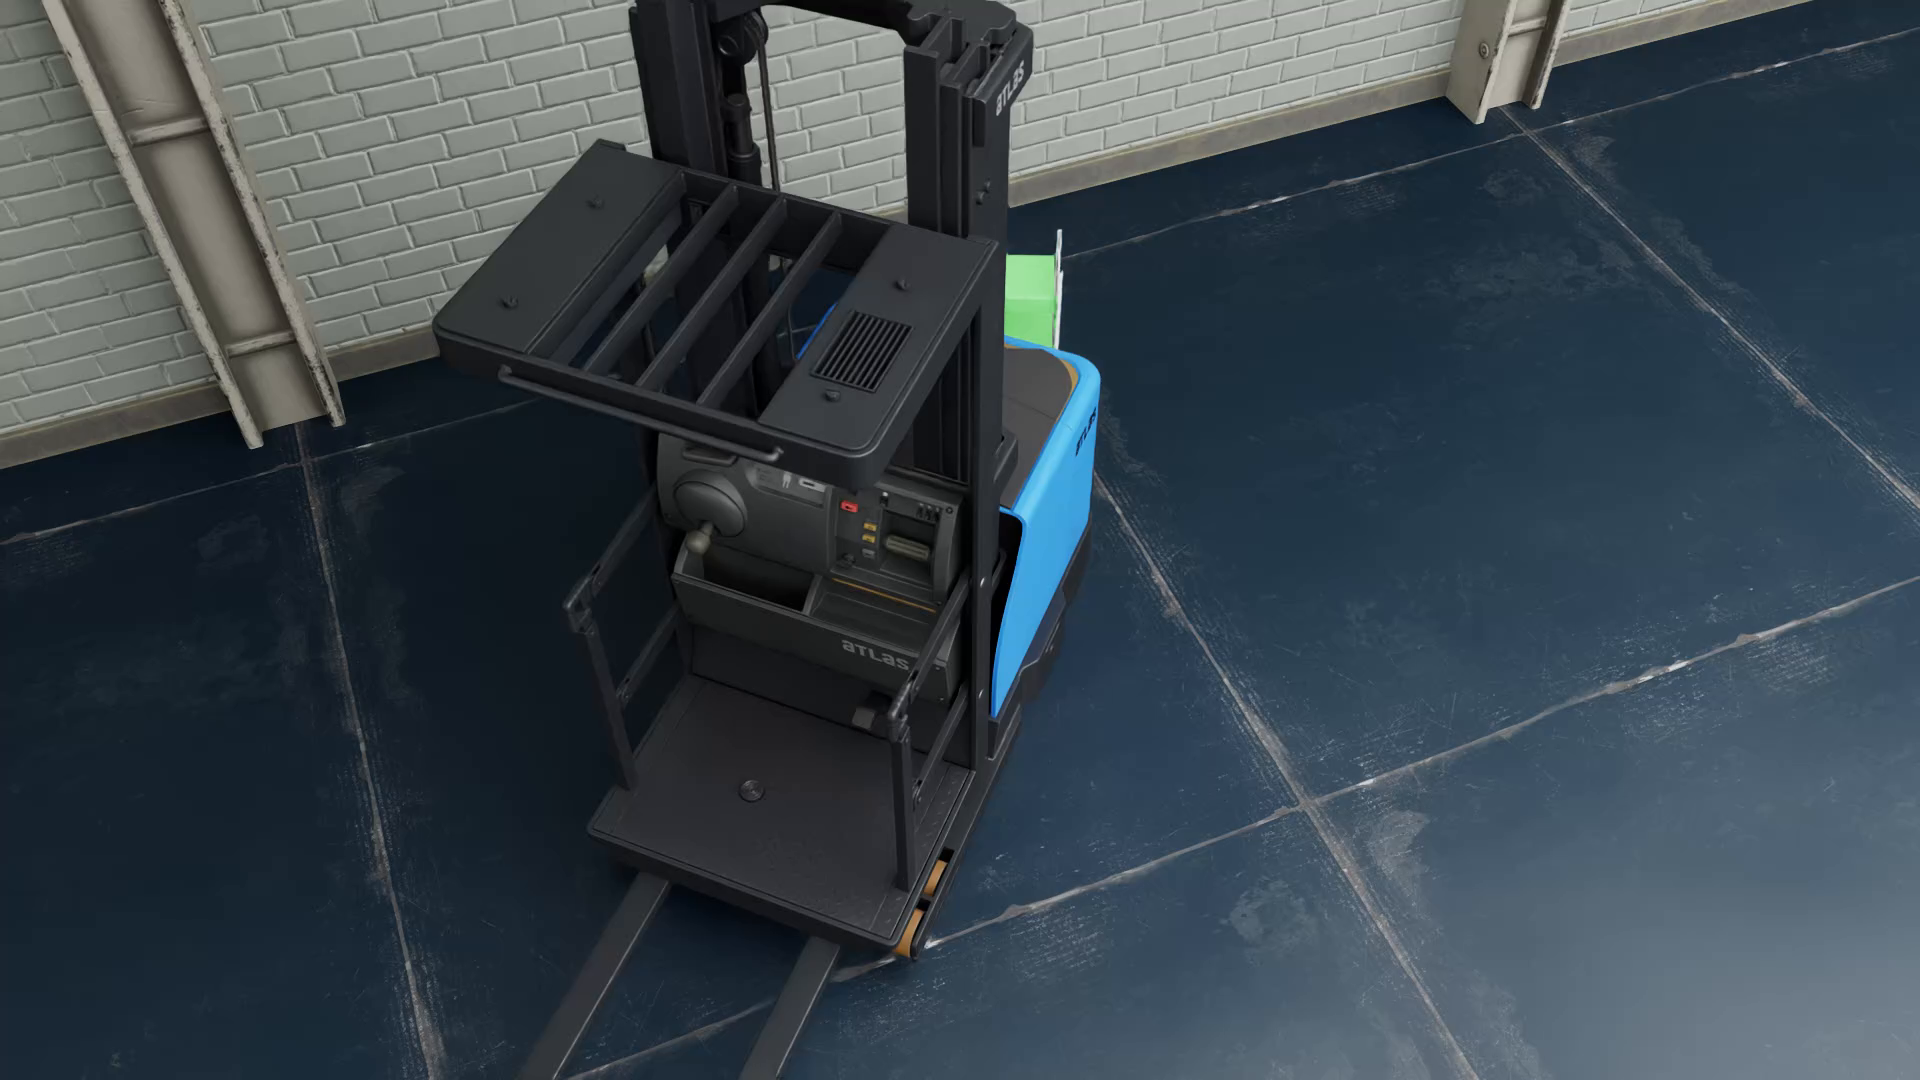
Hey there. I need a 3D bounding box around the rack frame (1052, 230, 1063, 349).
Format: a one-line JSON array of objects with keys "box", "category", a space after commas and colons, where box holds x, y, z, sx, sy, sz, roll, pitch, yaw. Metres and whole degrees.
[{"box": [0.355, -0.632, 6.342, 0.015, 1.200, 0.240, 1, 49, 1], "category": "rack frame"}]

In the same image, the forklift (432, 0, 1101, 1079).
[{"box": [-0.524, 0.028, 4.635, 1.130, 2.935, 3.031, 17, 51, 14], "category": "forklift"}]

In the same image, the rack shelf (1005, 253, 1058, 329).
[{"box": [0.111, -0.908, 6.031, 0.480, 0.148, 0.258, 1, 49, 1], "category": "rack shelf"}]

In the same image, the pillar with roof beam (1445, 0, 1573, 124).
[{"box": [4.352, -2.170, 2.523, 0.400, 9.000, 9.100, -17, 52, -14], "category": "pillar with roof beam"}]

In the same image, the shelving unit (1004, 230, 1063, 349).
[{"box": [0.111, -0.636, 6.346, 0.503, 1.200, 0.258, 1, 49, 1], "category": "shelving unit"}]

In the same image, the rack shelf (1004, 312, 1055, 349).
[{"box": [0.111, -0.751, 6.213, 0.480, 0.148, 0.258, 1, 49, 1], "category": "rack shelf"}]

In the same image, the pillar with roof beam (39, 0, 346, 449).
[{"box": [-1.202, -0.449, 1.045, 0.400, 9.000, 9.100, -17, 52, -14], "category": "pillar with roof beam"}]
